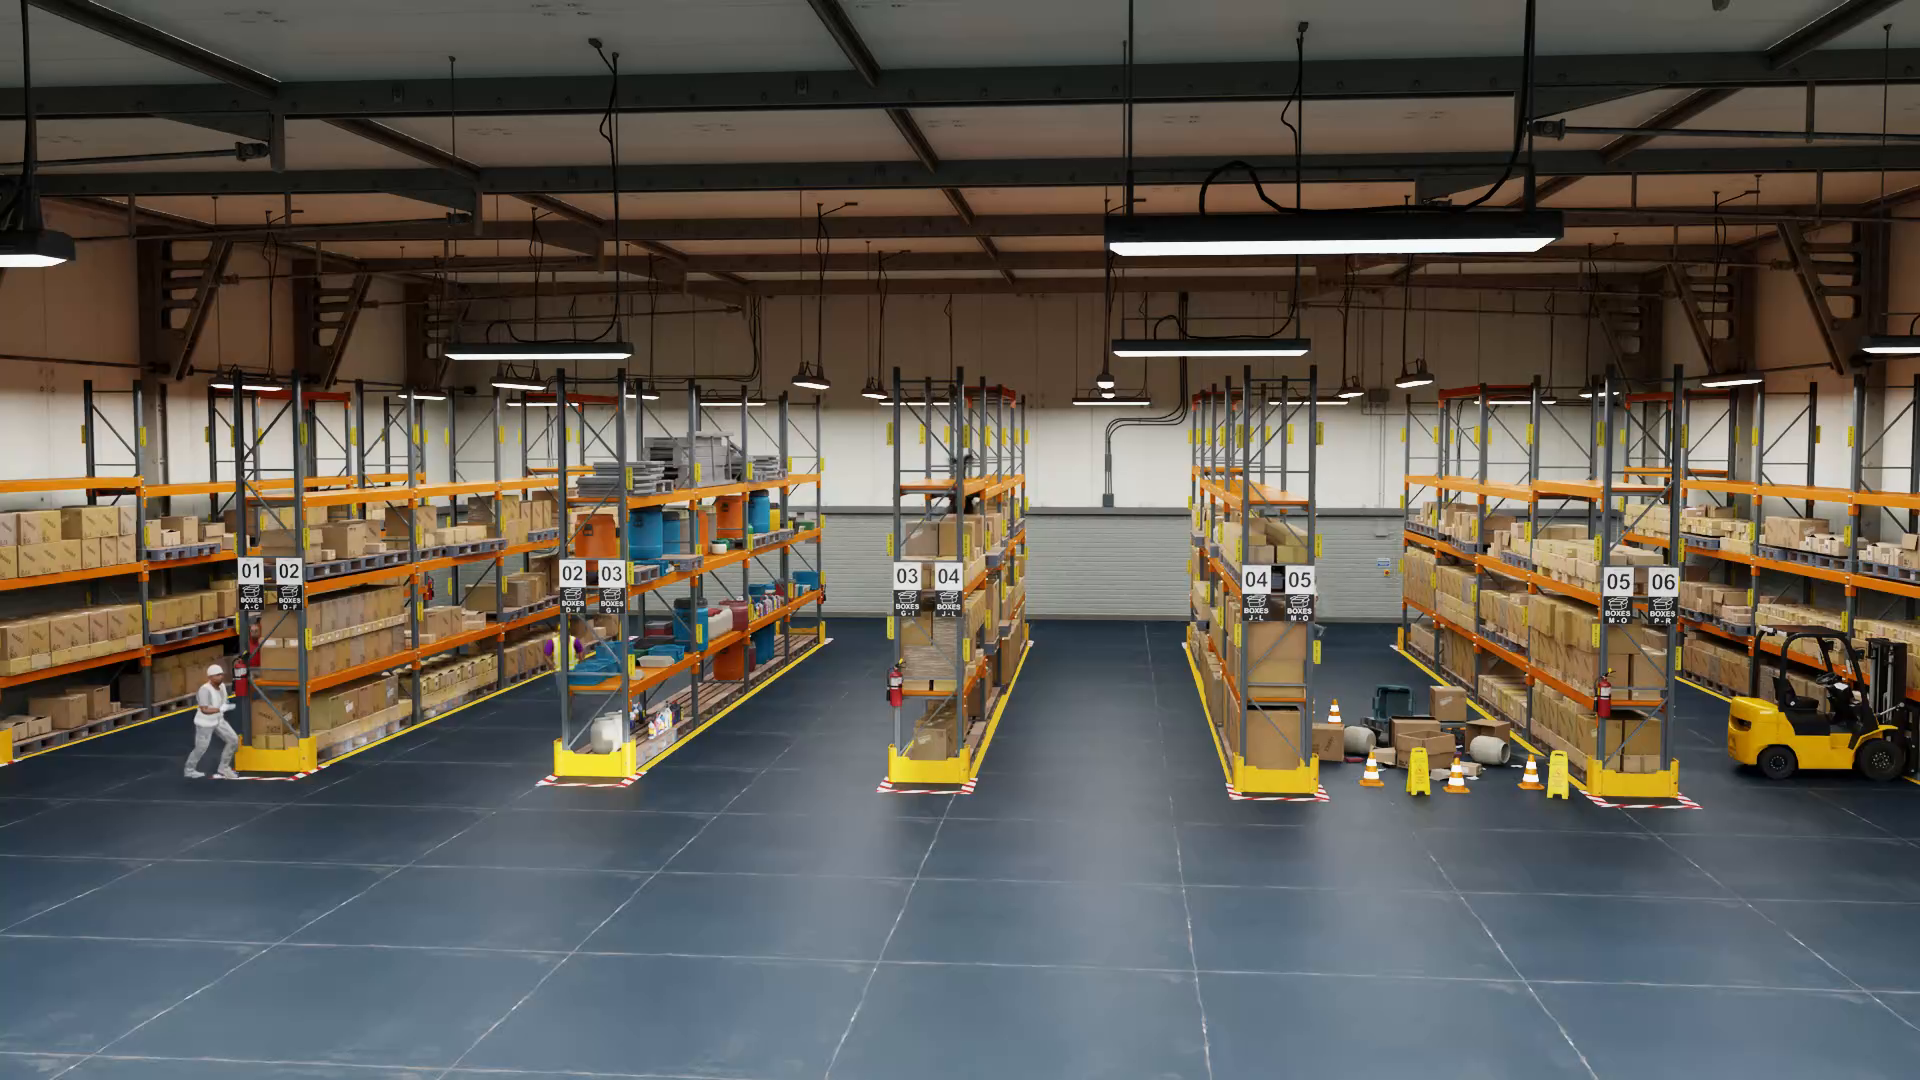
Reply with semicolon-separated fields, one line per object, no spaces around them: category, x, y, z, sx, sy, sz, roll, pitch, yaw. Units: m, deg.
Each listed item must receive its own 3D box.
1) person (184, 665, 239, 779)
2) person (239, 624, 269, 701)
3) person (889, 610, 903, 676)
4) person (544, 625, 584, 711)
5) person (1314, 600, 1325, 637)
person;-10.818;2.642;24.002;0.934;1.720;0.688;1;4;14
person;-12.390;2.358;29.269;0.578;1.778;0.836;-1;4;-14
person;-1.171;1.979;34.803;0.657;1.728;0.637;0;4;7
person;-7.069;2.313;29.688;0.697;1.714;0.767;-1;4;-9
person;8.505;1.682;40.345;0.733;1.660;0.556;0;4;3
